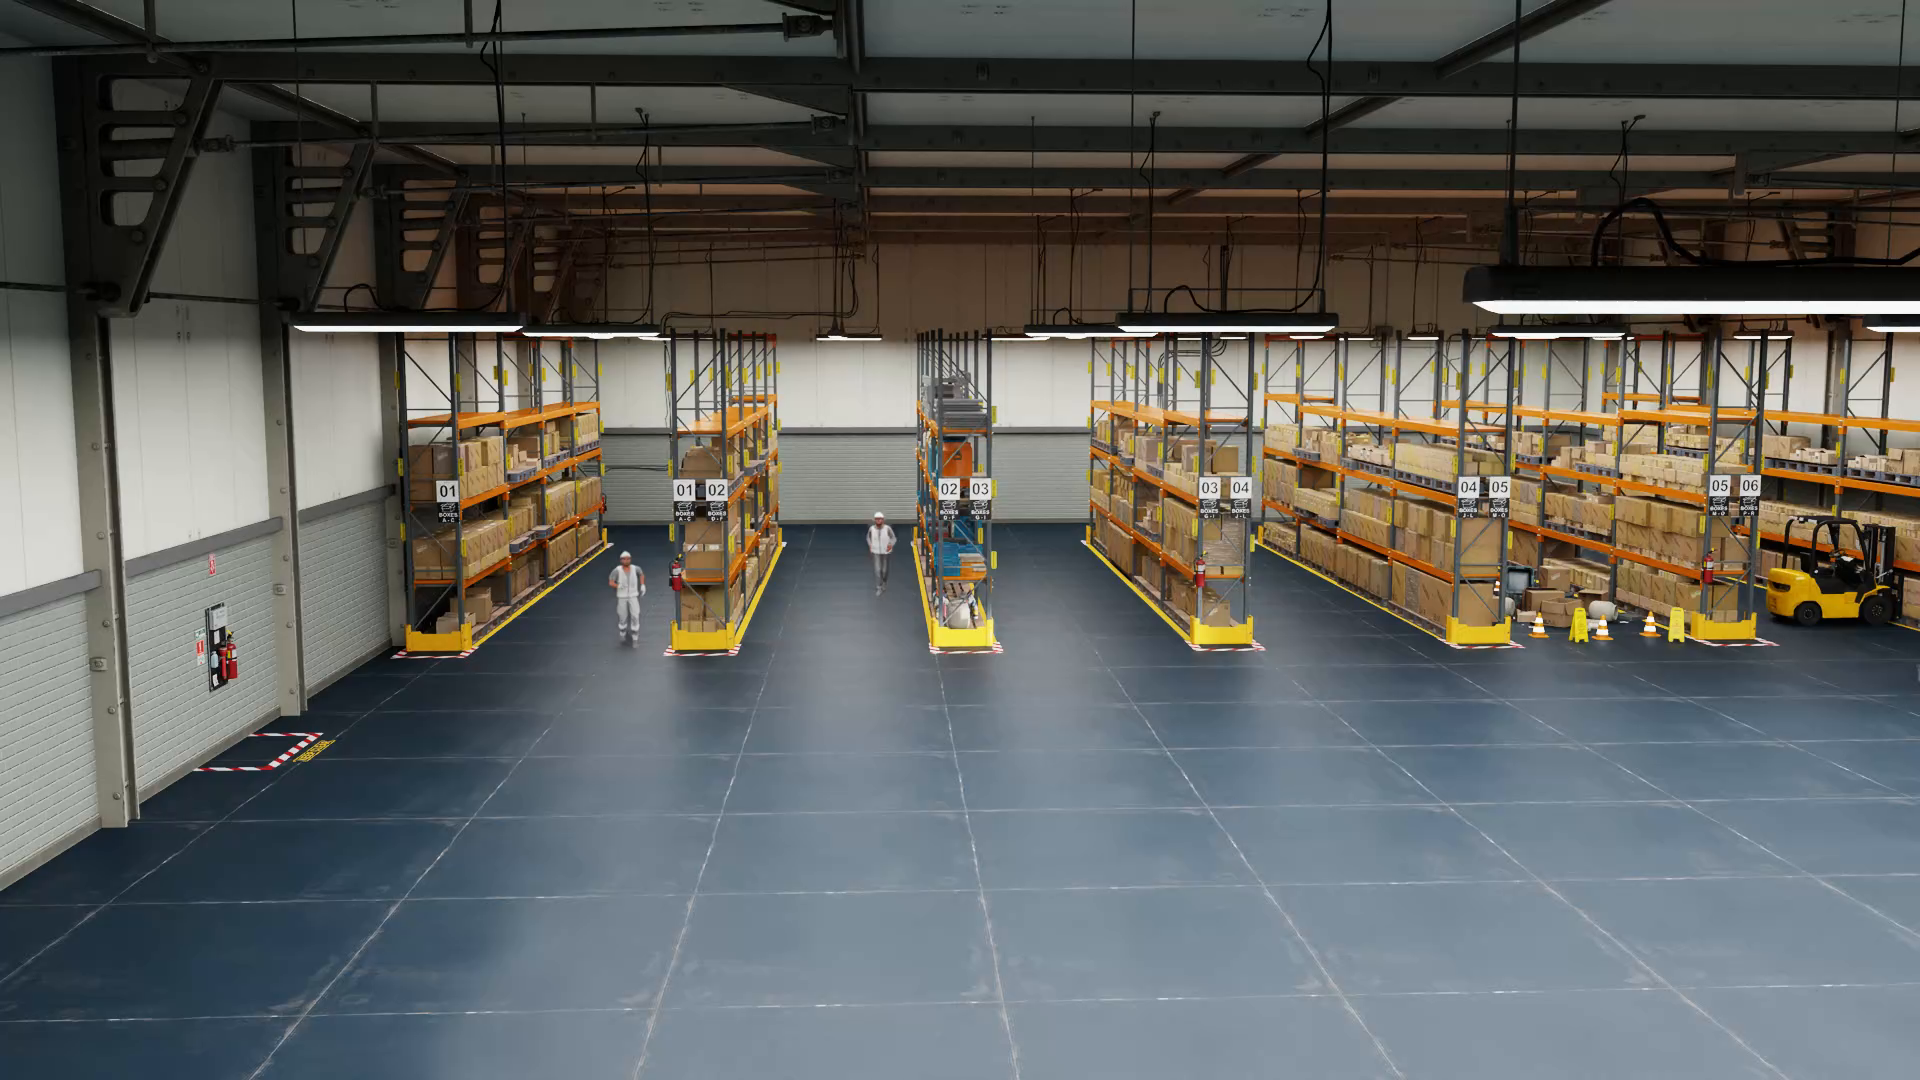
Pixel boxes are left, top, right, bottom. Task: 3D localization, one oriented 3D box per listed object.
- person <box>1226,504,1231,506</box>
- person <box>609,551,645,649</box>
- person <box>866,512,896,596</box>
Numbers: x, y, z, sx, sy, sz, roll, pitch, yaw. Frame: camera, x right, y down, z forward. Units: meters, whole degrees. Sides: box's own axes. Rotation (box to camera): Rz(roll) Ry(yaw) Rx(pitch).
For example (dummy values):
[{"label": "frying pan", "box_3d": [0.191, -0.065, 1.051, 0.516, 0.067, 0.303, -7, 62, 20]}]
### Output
[{"label": "person", "box_3d": [7.700, -0.672, 48.551, 0.694, 1.397, 0.573, 6, 9, 40]}, {"label": "person", "box_3d": [-6.304, 1.131, 31.517, 0.690, 1.859, 0.757, -2, 7, -17]}, {"label": "person", "box_3d": [-1.717, 0.285, 36.333, 0.662, 1.804, 0.718, 0, 7, 1]}]
